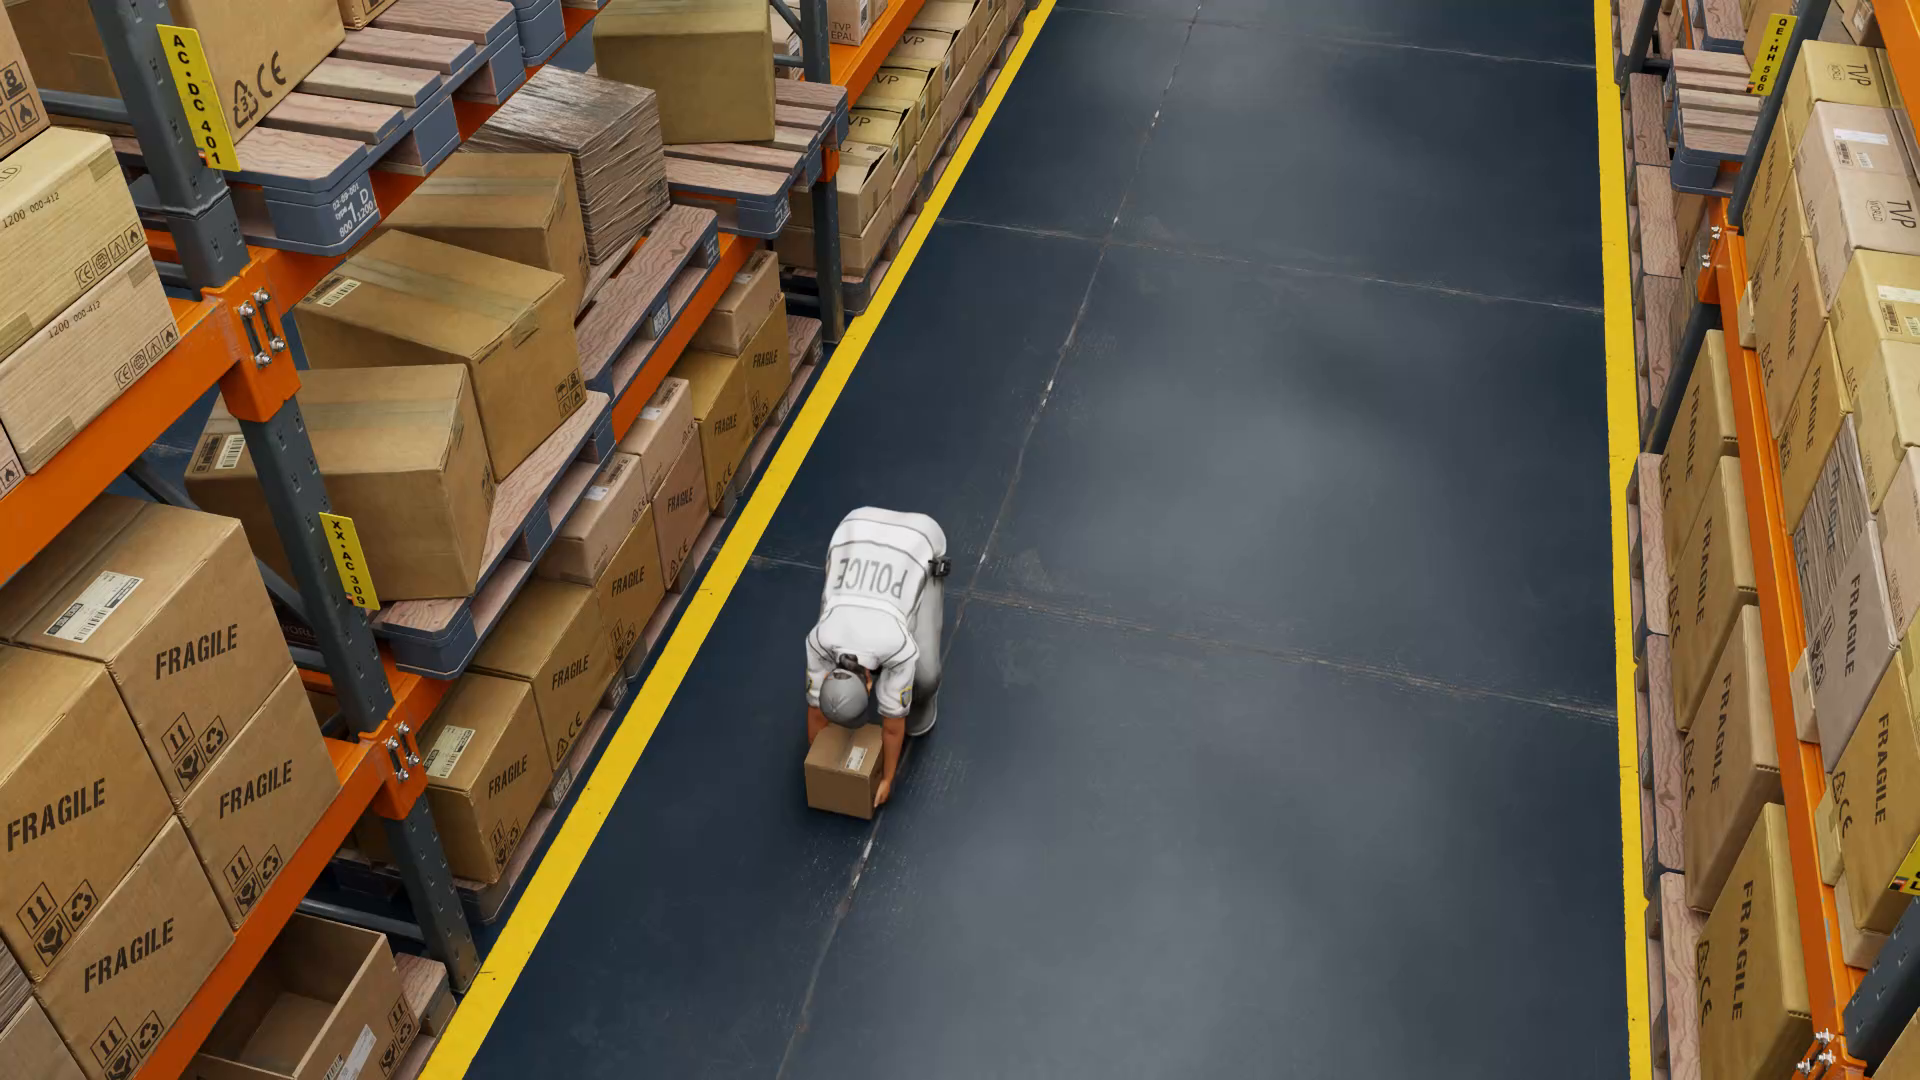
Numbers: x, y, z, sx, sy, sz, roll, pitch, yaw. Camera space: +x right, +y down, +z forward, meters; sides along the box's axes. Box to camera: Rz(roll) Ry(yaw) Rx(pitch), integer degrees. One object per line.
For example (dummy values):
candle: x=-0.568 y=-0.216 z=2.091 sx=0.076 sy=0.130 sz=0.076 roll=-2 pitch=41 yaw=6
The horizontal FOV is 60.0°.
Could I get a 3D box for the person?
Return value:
person: x=-0.324 y=0.427 z=6.262 sx=0.519 sy=0.886 sz=0.936 roll=9 pitch=42 yaw=10
